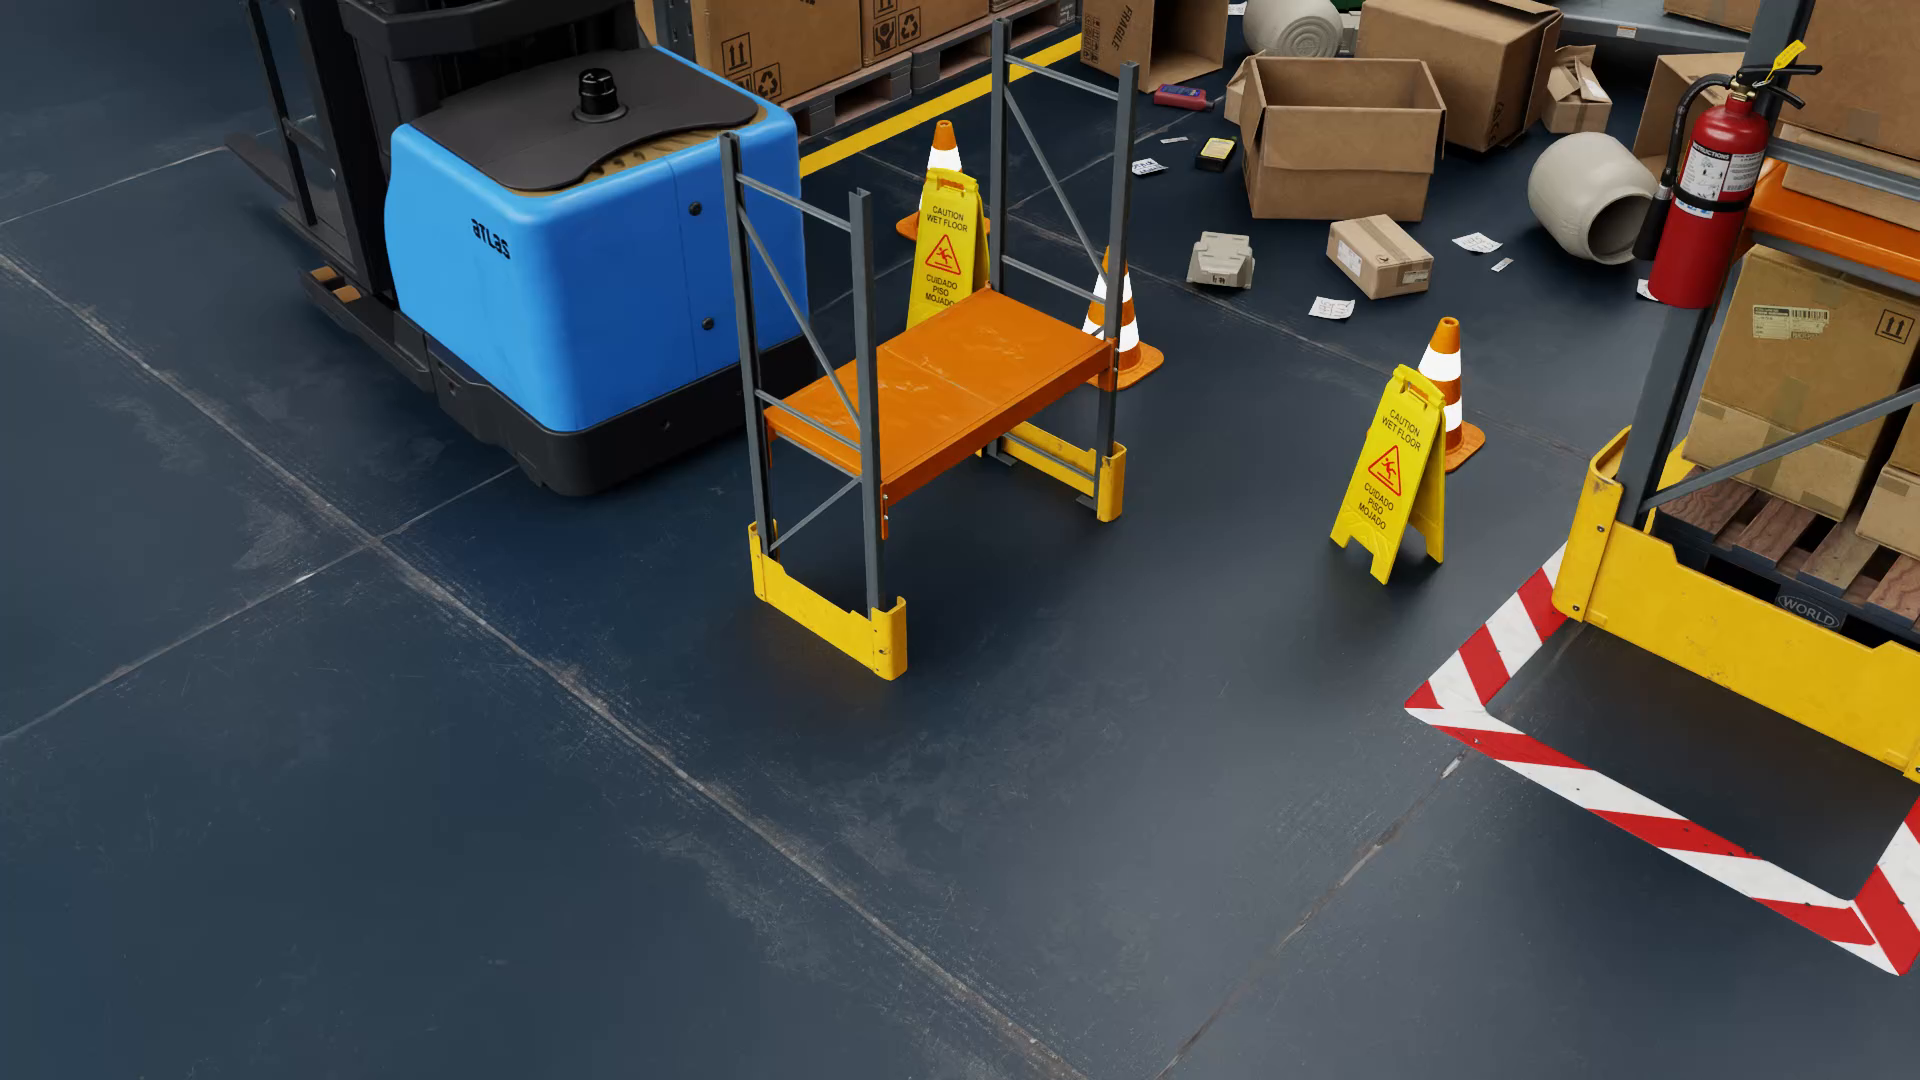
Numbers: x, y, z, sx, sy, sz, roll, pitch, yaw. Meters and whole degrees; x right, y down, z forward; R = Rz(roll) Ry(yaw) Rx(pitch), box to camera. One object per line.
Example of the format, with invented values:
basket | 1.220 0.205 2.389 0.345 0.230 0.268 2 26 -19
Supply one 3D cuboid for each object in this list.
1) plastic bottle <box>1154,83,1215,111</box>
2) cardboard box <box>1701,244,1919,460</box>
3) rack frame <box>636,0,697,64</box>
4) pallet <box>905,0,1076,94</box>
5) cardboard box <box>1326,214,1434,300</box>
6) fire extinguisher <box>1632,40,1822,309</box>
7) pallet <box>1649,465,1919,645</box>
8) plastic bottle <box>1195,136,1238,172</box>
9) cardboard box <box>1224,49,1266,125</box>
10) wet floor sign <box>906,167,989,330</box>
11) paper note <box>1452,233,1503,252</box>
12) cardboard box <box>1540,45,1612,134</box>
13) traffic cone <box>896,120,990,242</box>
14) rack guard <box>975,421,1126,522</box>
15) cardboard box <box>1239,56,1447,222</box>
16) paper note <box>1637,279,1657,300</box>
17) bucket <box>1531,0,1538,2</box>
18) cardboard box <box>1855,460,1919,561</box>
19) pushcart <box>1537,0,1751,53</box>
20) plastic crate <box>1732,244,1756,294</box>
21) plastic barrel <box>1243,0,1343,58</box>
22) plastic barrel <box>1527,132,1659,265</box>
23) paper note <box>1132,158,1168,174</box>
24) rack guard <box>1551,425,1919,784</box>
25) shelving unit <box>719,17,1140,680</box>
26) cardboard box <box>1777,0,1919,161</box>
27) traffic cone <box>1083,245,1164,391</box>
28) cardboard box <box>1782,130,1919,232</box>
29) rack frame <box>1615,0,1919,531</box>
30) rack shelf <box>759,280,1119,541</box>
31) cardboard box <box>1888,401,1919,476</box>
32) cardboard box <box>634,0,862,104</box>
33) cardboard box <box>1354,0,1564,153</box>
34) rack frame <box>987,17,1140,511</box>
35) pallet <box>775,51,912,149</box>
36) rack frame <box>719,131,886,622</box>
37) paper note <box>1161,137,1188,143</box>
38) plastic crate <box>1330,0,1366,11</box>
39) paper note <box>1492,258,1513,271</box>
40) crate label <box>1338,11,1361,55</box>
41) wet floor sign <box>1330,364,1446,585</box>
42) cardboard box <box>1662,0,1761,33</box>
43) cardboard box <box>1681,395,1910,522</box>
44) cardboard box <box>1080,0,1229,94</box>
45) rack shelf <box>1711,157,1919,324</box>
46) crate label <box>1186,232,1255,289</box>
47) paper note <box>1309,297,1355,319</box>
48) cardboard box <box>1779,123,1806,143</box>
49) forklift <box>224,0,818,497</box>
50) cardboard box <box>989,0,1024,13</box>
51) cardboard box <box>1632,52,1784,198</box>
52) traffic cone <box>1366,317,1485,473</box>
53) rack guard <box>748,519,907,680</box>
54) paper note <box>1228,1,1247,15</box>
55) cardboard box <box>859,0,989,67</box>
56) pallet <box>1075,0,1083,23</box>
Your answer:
plastic bottle | 1.065 -2.075 7.811 0.283 0.061 0.133 14 41 17
cardboard box | 2.601 -0.640 4.914 0.500 0.500 0.500 30 47 32
rack frame | -1.469 -2.813 6.377 1.000 3.000 0.127 30 47 32
pallet | -0.164 -2.679 8.450 1.003 0.211 1.213 30 47 32
cardboard box | 1.646 -1.115 6.532 0.250 0.149 0.380 -11 40 -14
fire extinguisher | 1.835 -0.891 4.023 0.296 0.674 0.183 30 47 32
pallet | 2.878 -0.082 5.184 1.003 0.211 1.213 30 47 32
plastic bottle | 1.142 -1.723 7.368 0.133 0.061 0.283 14 41 17
cardboard box | 1.429 -2.017 7.573 0.258 0.266 0.396 -26 45 -29
wet floor sign | -0.027 -1.046 6.048 0.267 0.644 0.232 22 43 25
paper note | 2.105 -1.211 6.758 0.142 0.019 0.148 -18 42 -21
cardboard box | 2.818 -2.075 7.646 0.258 0.266 0.396 2 39 2
traffic cone | -0.063 -1.467 6.724 0.336 0.463 0.334 30 47 32
rack guard | 0.285 -0.292 5.416 0.587 0.250 0.087 30 47 32
cardboard box | 1.569 -1.673 6.950 0.797 0.503 0.637 2 39 2
paper note | 2.704 -0.973 6.449 0.142 0.019 0.148 14 41 17
bucket | 2.839 -2.933 7.938 0.620 0.611 0.726 -10 38 -28
cardboard box | 3.001 -0.123 4.867 0.500 0.250 0.500 29 47 32
pushcart | 3.235 -2.526 8.124 1.648 0.377 0.936 14 41 17
plastic crate | 3.287 -1.099 6.567 0.402 0.080 0.583 14 41 17
plastic barrel | 1.596 -2.477 8.024 0.421 0.421 0.512 -5 39 -6
plastic barrel | 2.529 -1.357 6.616 0.421 0.421 0.512 -5 39 -6
paper note | 0.814 -1.638 7.287 0.142 0.017 0.144 -18 42 -21
rack guard | 2.304 0.163 4.643 1.175 0.500 0.348 30 47 32
shelving unit | -0.051 -0.552 4.739 0.587 1.500 1.083 30 47 32
cardboard box | 2.416 -1.301 4.157 0.500 0.500 0.500 29 47 31
traffic cone | 0.542 -0.837 5.930 0.336 0.463 0.334 30 47 32
cardboard box | 2.347 -0.944 4.229 0.380 0.149 0.250 31 48 33
rack frame | 2.253 -0.781 3.822 1.000 3.000 0.127 30 47 32
rack shelf | -0.058 -0.407 4.846 0.538 0.185 1.000 30 47 32
cardboard box | 3.017 -0.428 4.647 0.500 0.500 0.500 28 46 31
cardboard box | -1.060 -2.485 7.334 0.875 0.875 0.875 30 47 32
cardboard box | 2.194 -2.160 7.453 0.797 0.637 0.503 30 47 32
rack frame | 0.285 -0.781 5.028 0.500 1.500 0.032 30 47 32
pallet | -0.987 -2.121 7.748 1.003 0.211 1.213 30 47 32
rack frame | -0.400 -0.314 4.440 0.500 1.500 0.032 30 47 32
paper note | 0.969 -1.808 7.516 0.123 0.001 0.032 -11 40 -14
plastic crate | 2.079 -2.942 8.753 0.662 0.188 0.450 -11 30 -14
paper note | 2.160 -1.097 6.621 0.032 0.001 0.123 30 47 32
crate label | 1.961 -2.550 8.347 0.298 0.136 0.250 2 39 2
wet floor sign | 1.335 -0.221 5.010 0.232 0.644 0.267 -18 42 -21
cardboard box | 3.617 -2.670 7.598 0.500 0.500 0.500 30 47 32
cardboard box | 2.616 -0.364 5.170 0.500 0.250 0.500 29 47 32
cardboard box | 0.940 -2.529 8.027 0.500 0.500 0.500 -26 45 -29
rack shelf | 3.602 -1.418 5.201 1.077 0.370 4.000 30 47 32
crate label | 1.027 -1.096 6.519 0.250 0.136 0.298 8 39 10
paper note | 1.421 -0.889 6.343 0.148 0.019 0.142 14 41 17
cardboard box | 2.436 -1.107 4.434 0.380 0.149 0.250 29 47 31
forklift | -1.857 -2.120 5.561 1.130 2.935 3.031 -29 47 -32
cardboard box | 0.148 -3.308 8.369 0.875 0.875 0.875 30 47 32
cardboard box | 3.224 -1.720 7.009 0.500 0.500 0.500 -5 39 -6
traffic cone | 1.591 -0.527 5.541 0.336 0.463 0.334 30 47 32
rack guard | -0.387 0.166 4.840 0.587 0.250 0.087 30 47 32
paper note | 1.444 -2.799 8.745 0.147 0.020 0.142 2 39 2
cardboard box | -0.468 -2.890 7.844 0.875 0.875 0.875 29 47 31
pallet | 0.659 -3.242 9.158 1.003 0.211 1.213 30 47 32
